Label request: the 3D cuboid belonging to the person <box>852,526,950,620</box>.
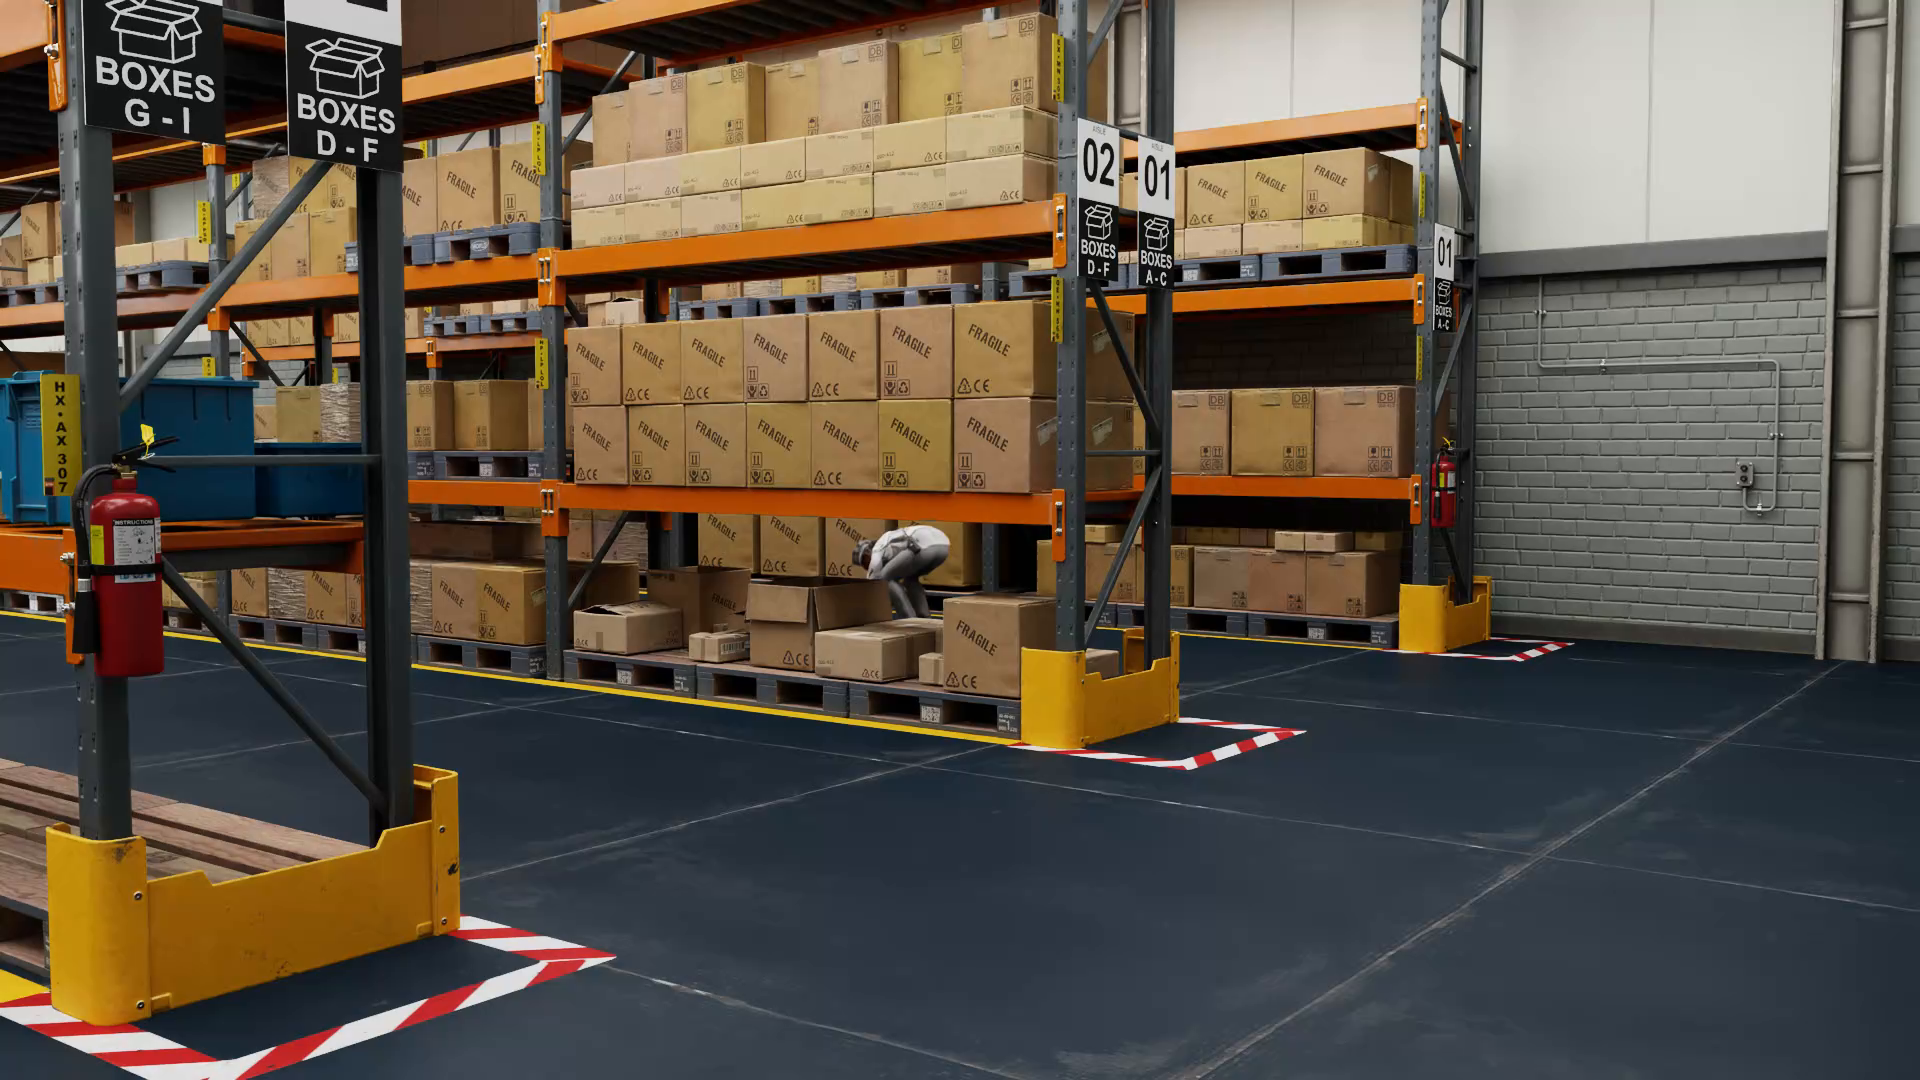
[{"bbox_3d":[-0.524,0.308,14.223,0.888,0.868,0.449,2,4,33],"label":"person"}]
